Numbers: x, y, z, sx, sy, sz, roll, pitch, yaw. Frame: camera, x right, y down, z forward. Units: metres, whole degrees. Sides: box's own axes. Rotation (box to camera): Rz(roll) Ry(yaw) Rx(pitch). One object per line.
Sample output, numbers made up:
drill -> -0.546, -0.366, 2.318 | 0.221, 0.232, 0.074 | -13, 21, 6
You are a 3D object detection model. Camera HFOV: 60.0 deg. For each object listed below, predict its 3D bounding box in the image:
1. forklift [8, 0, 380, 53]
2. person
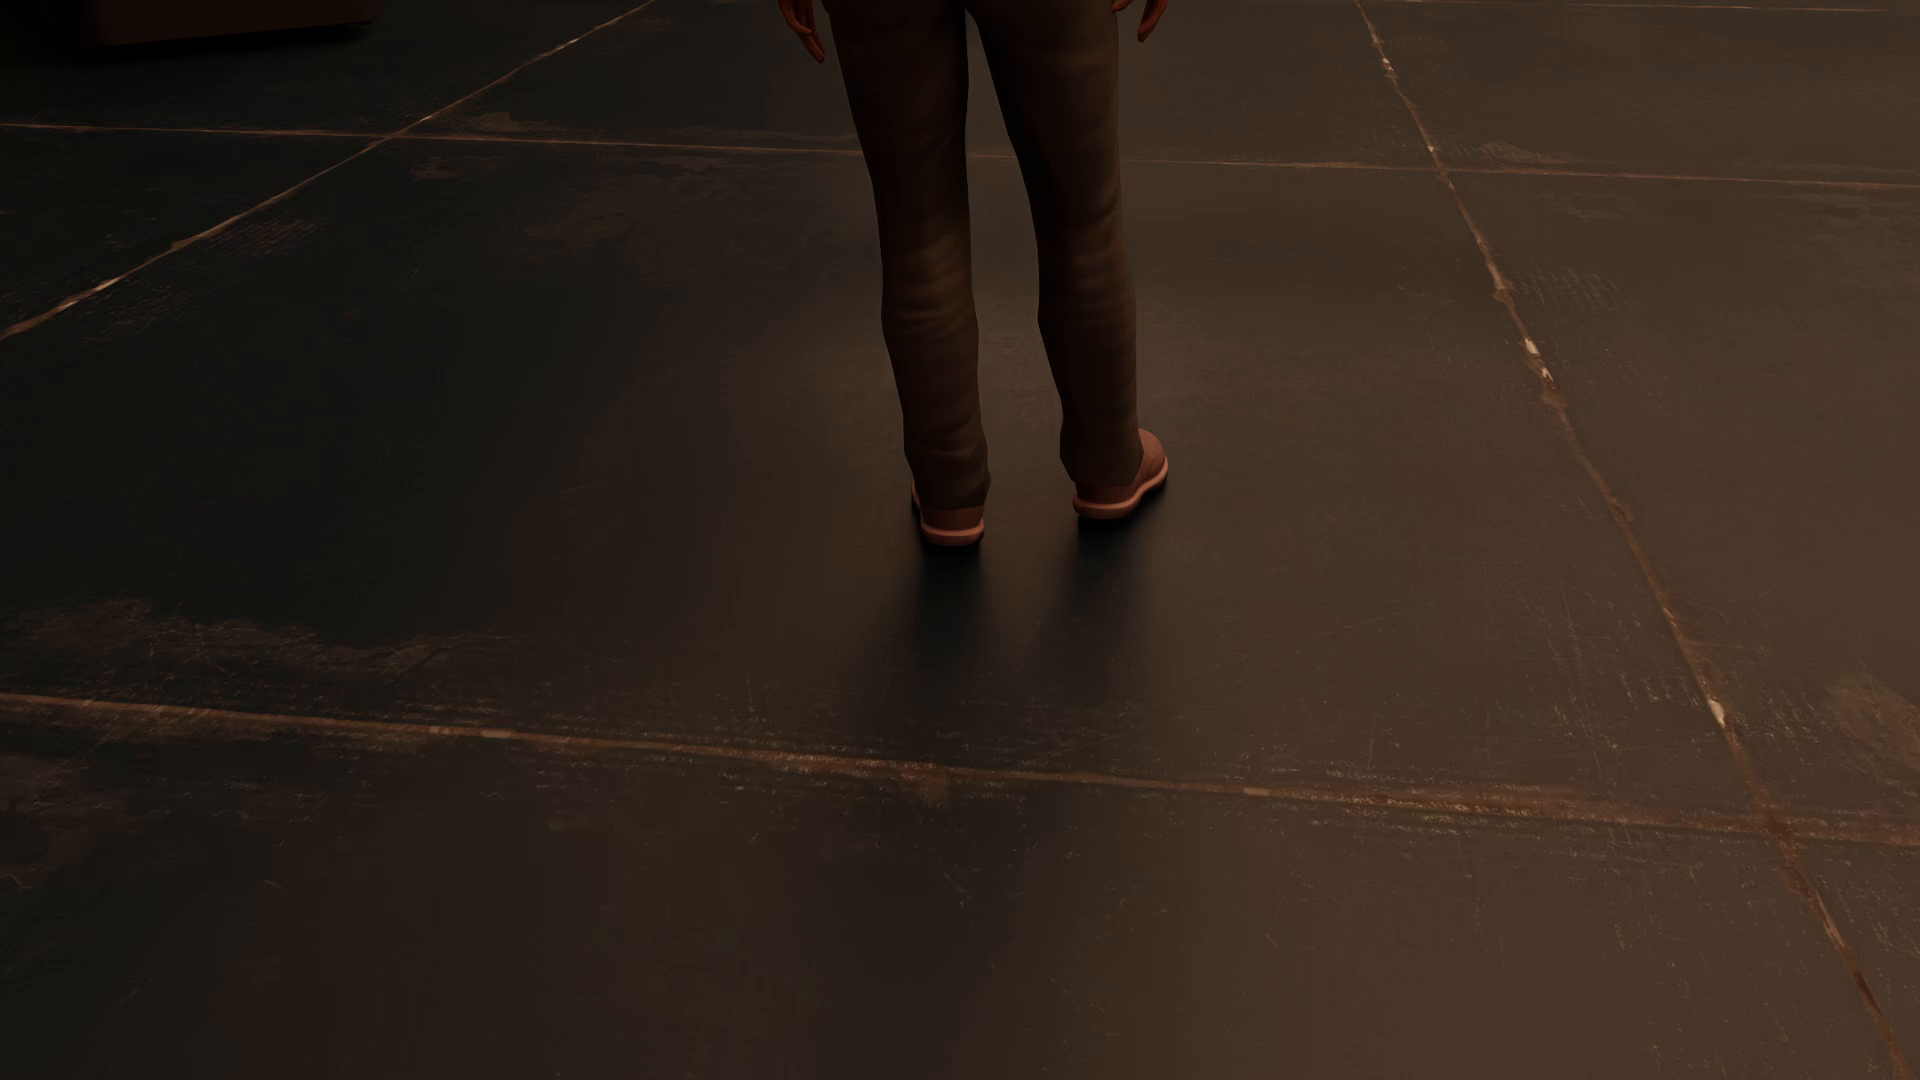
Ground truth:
forklift -> -3.439, -3.622, 6.478 | 1.130, 2.935, 3.031 | -17, 31, -30
person -> 0.031, -0.785, 2.203 | 0.569, 1.656, 0.503 | 3, 27, 7
